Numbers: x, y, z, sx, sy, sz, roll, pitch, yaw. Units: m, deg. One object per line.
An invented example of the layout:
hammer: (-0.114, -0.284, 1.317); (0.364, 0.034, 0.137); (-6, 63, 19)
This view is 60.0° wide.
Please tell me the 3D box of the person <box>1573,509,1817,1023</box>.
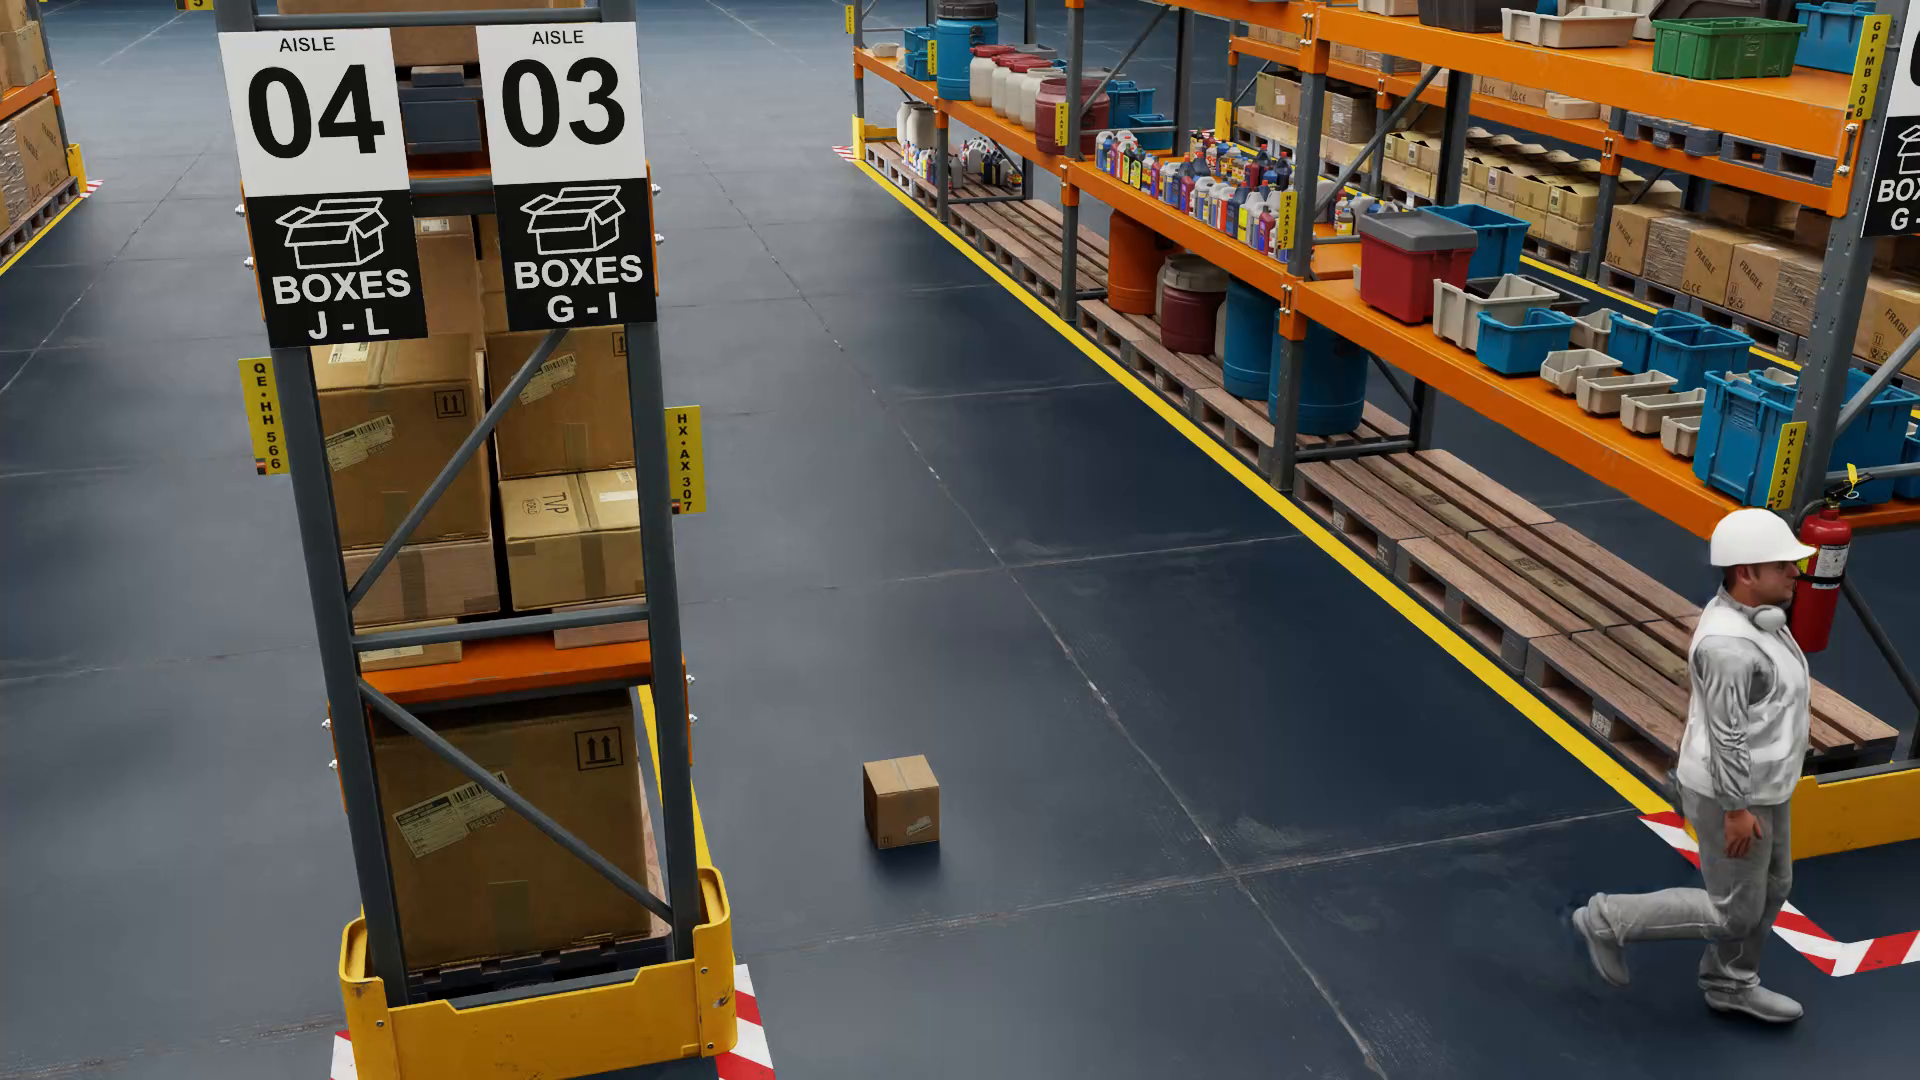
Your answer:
person: (2.429, 0.741, 5.268); (0.724, 1.749, 0.546); (13, 26, 29)
